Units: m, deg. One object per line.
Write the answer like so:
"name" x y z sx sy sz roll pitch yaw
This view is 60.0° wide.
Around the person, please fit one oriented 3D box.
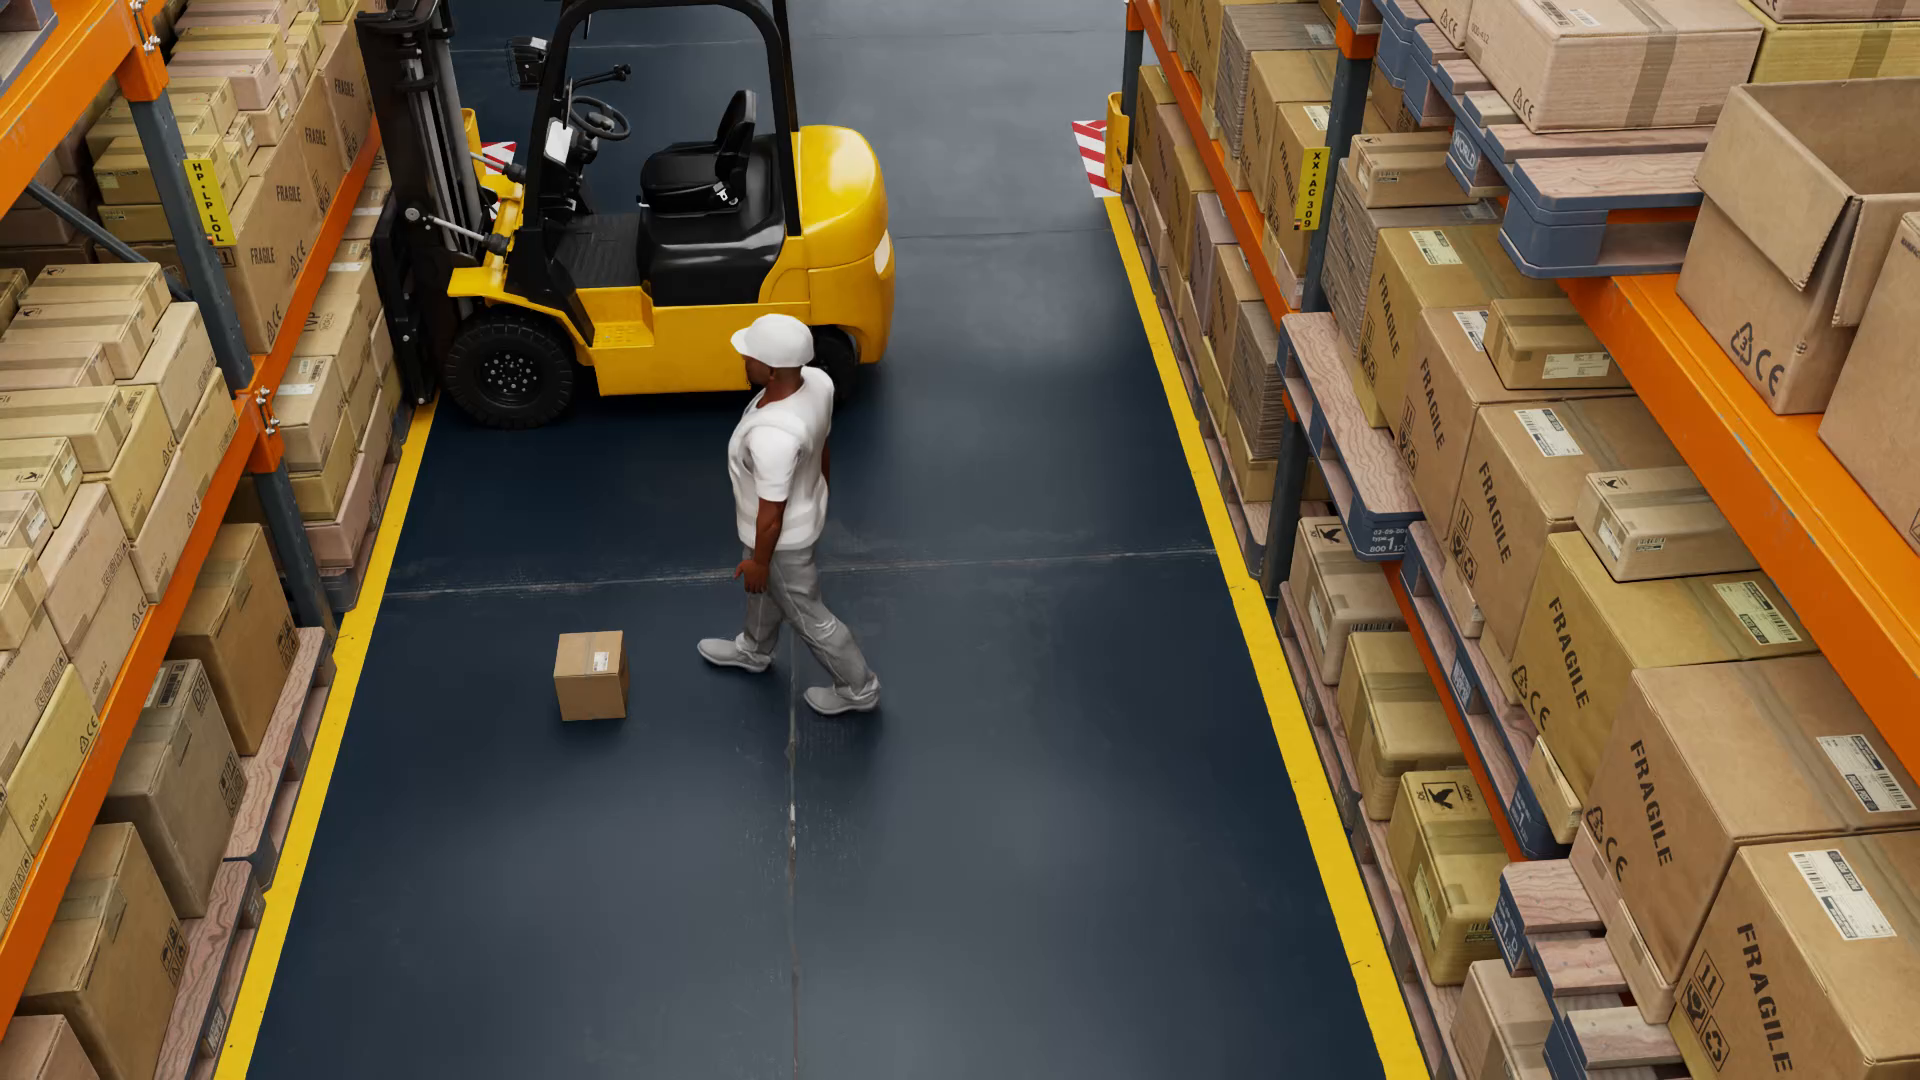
"person" -0.706 -0.077 6.234 0.812 1.758 0.573 5 39 7
